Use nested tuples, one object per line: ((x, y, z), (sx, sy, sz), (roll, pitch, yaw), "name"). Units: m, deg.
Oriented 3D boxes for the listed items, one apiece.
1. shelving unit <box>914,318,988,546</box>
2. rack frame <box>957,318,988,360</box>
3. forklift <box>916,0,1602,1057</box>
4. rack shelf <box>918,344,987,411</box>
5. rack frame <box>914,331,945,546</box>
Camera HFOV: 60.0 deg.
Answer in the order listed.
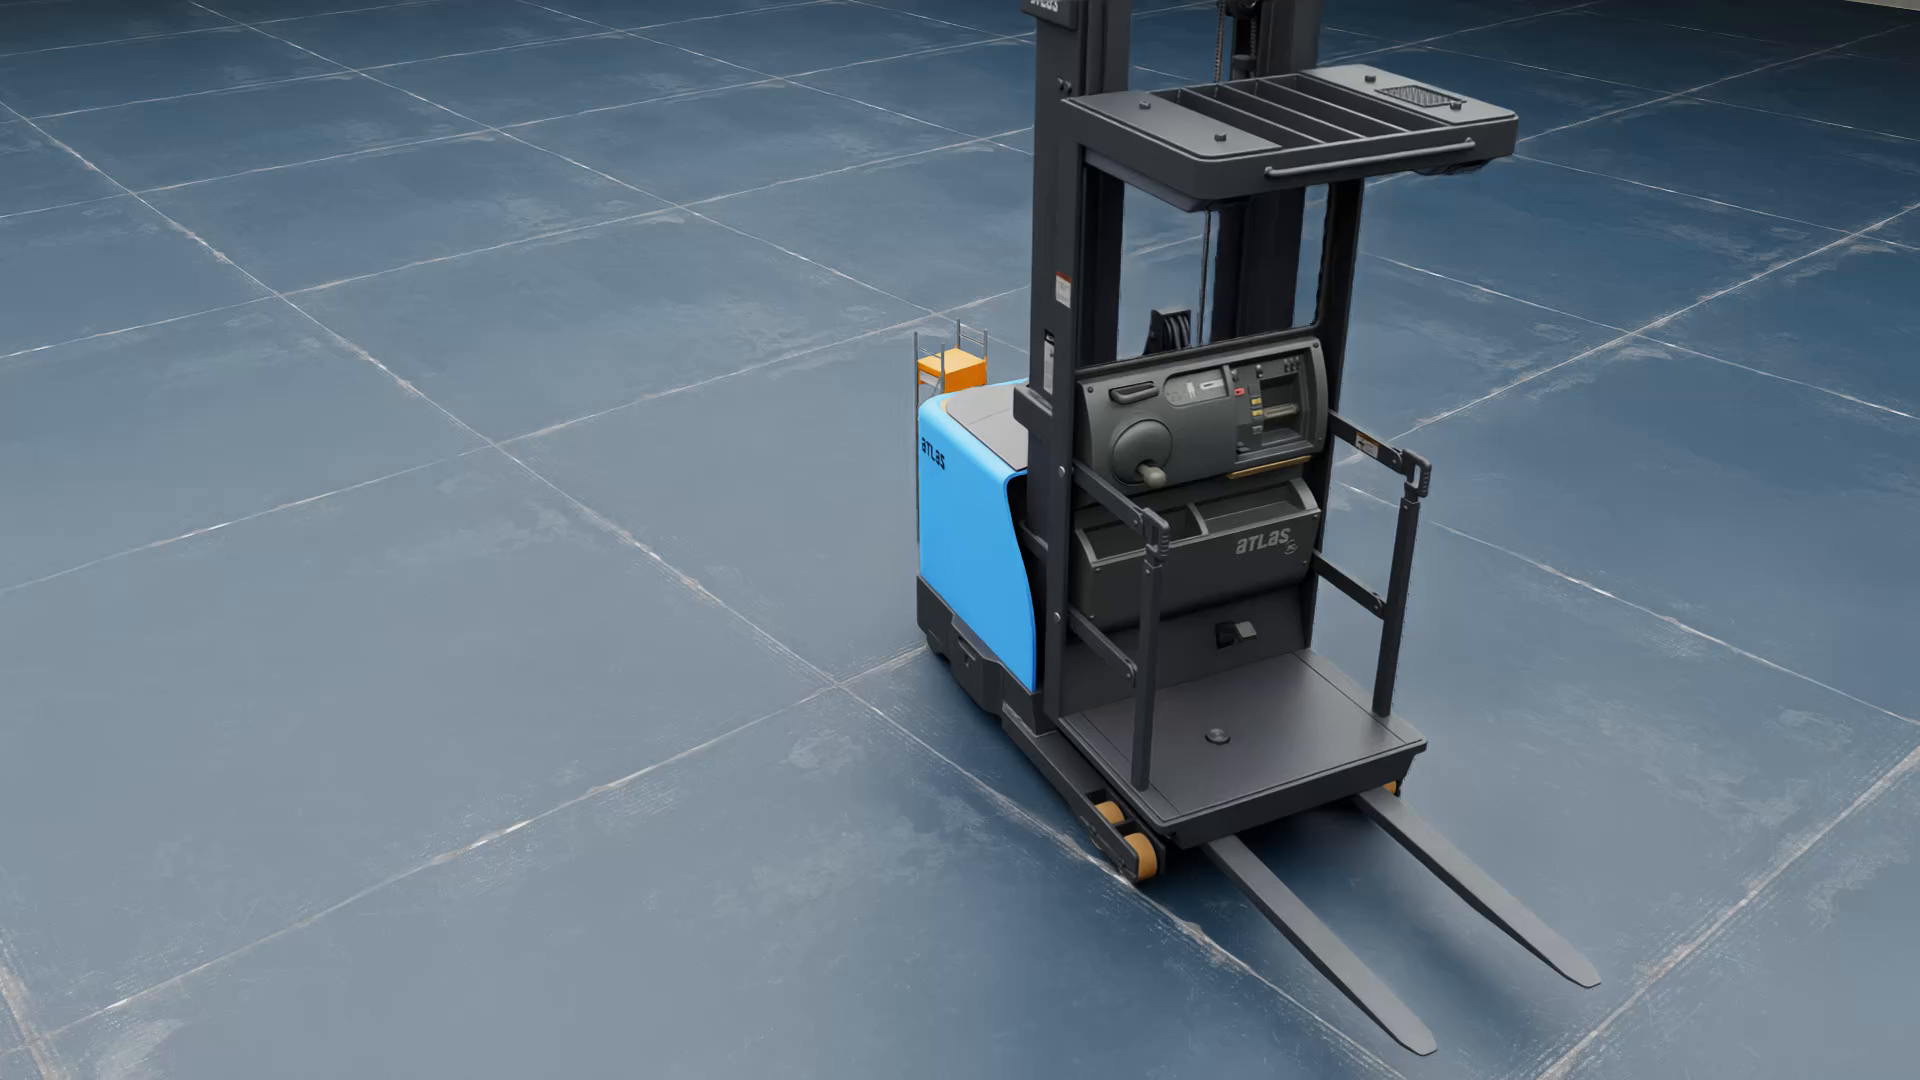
((-0.041, -0.447, 7.472), (0.252, 1.050, 0.215), (-22, 35, -35), "shelving unit")
((0.052, -0.484, 7.542), (0.008, 1.050, 0.200), (-22, 35, -35), "rack frame")
((0.918, -0.378, 5.347), (1.130, 2.935, 3.031), (-13, 31, -23), "forklift")
((-0.041, -0.688, 7.343), (0.240, 0.259, 0.215), (-22, 35, -35), "rack shelf")
((-0.134, -0.409, 7.402), (0.008, 1.050, 0.200), (-22, 35, -35), "rack frame")
